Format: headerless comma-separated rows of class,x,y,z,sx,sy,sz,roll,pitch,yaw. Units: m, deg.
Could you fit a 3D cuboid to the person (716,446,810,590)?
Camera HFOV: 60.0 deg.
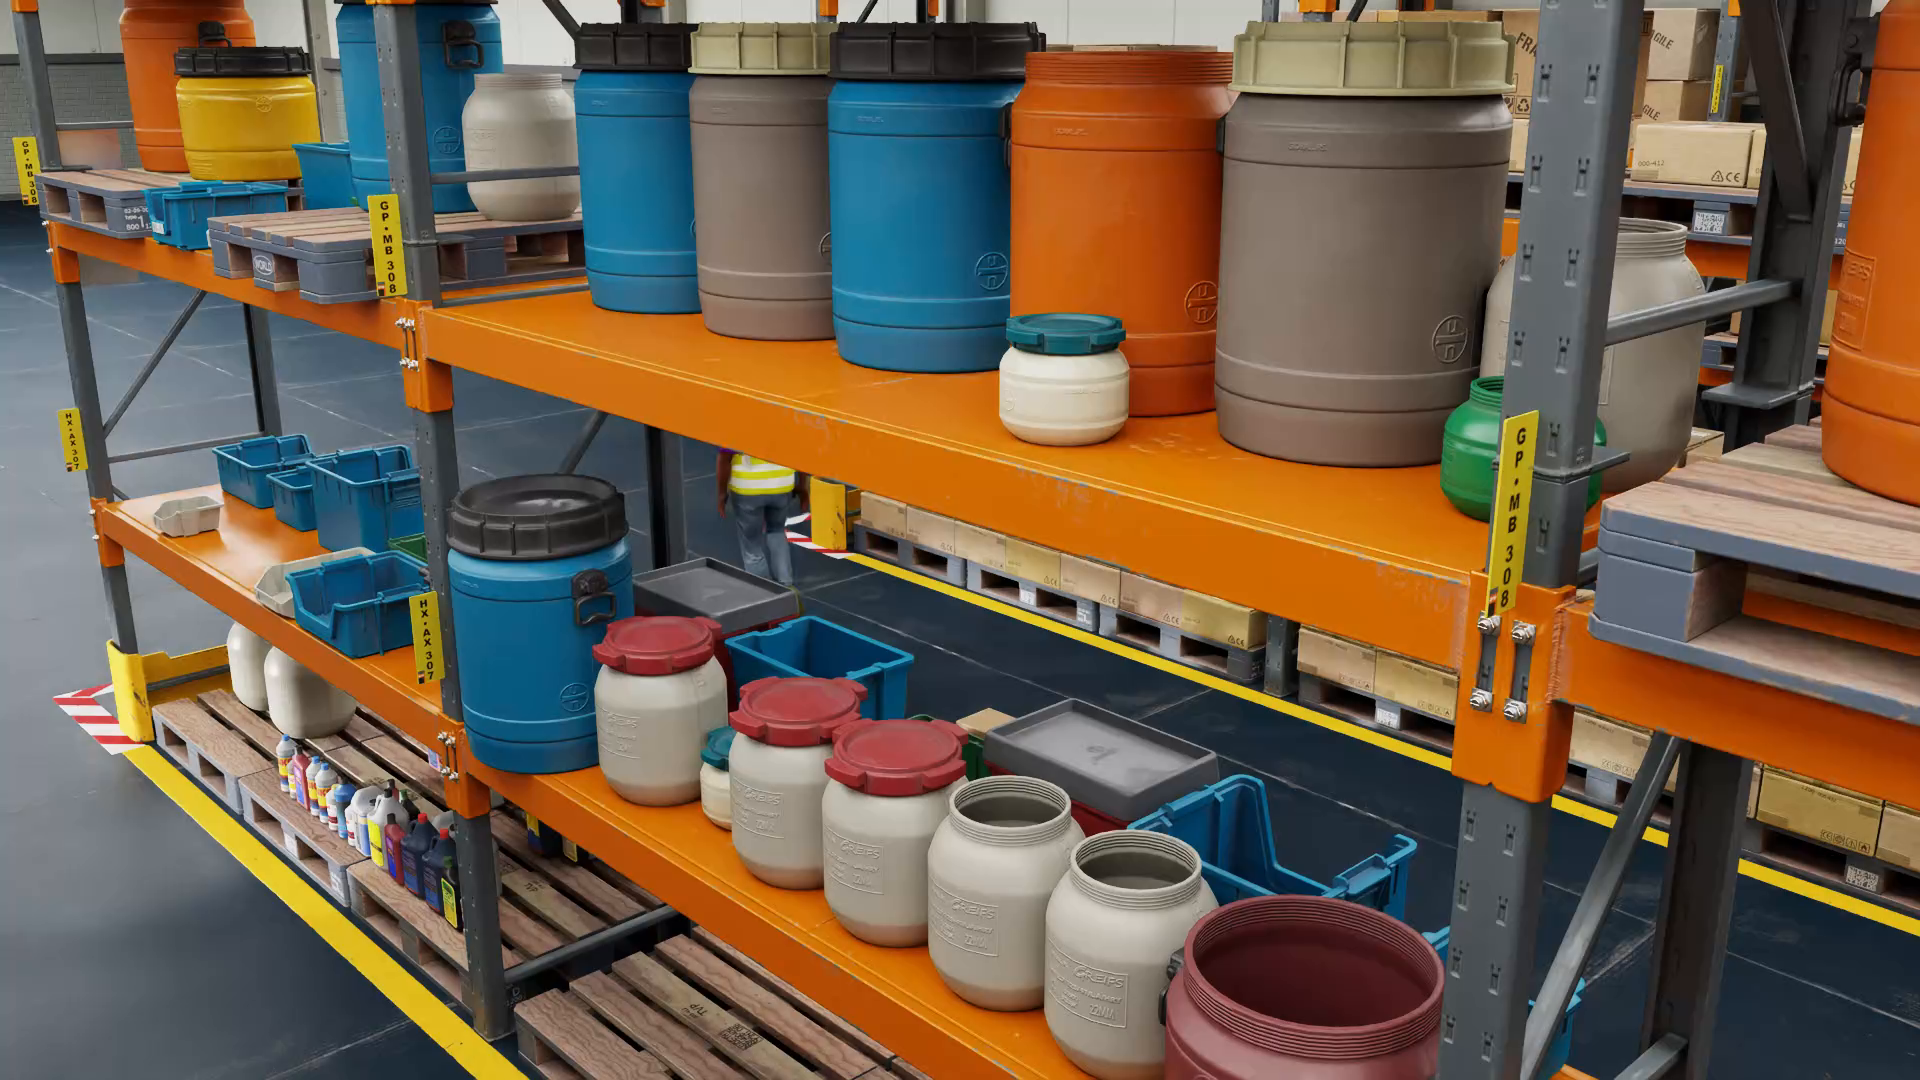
person,-1.260,-0.329,10.473,0.600,1.766,0.467,-9,19,-28
